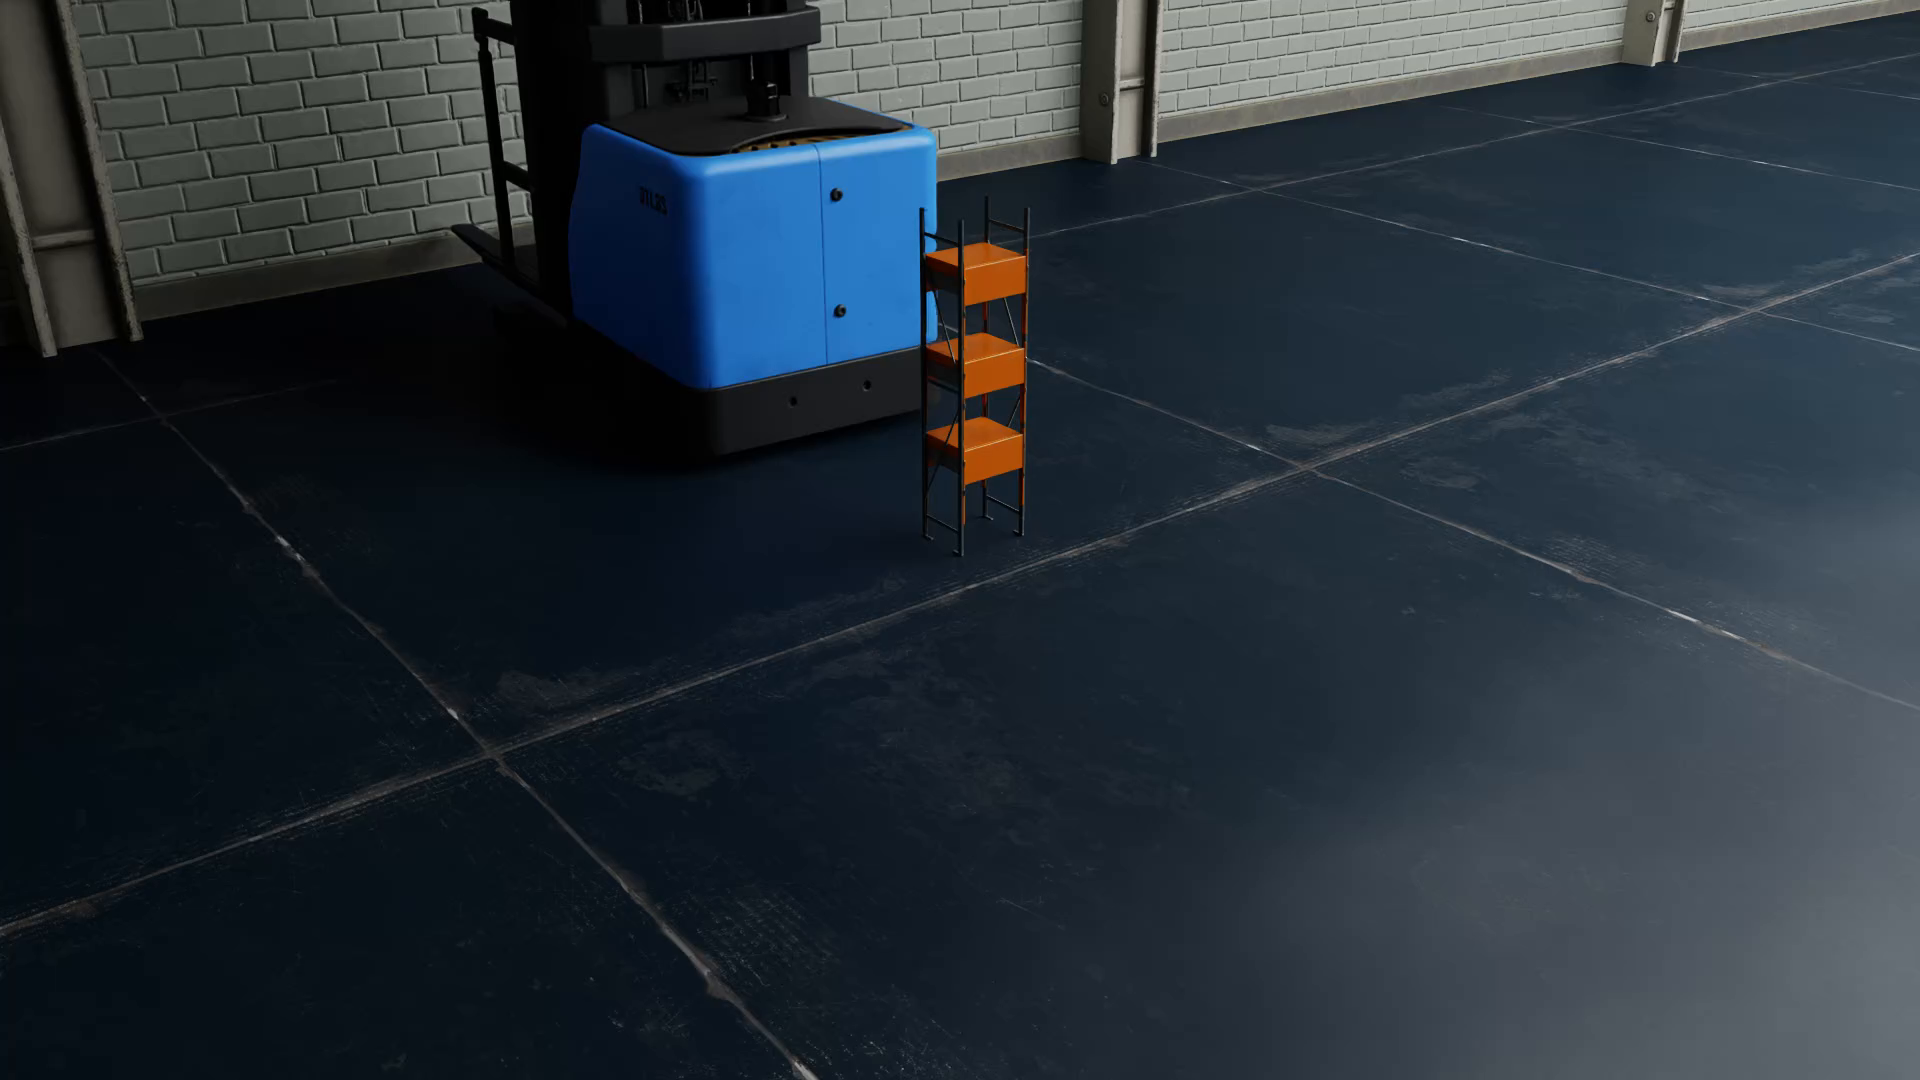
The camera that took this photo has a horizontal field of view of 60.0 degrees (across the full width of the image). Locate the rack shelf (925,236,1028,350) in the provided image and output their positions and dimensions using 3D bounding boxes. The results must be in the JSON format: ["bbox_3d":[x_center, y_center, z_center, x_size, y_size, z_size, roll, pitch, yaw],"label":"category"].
[{"bbox_3d":[0.042,-0.738,4.944,0.240,0.259,0.215,-18,31,-34],"label":"rack shelf"}]

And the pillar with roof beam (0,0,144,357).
[{"bbox_3d":[-1.076,-3.512,2.127,0.400,9.000,9.100,-18,31,-34],"label":"pillar with roof beam"}]

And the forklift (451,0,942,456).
[{"bbox_3d":[-1.309,-2.183,6.473,1.130,2.935,3.031,-16,29,-31],"label":"forklift"}]

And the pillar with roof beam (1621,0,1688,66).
[{"bbox_3d":[8.367,-6.629,8.844,0.400,9.000,9.100,-18,31,-34],"label":"pillar with roof beam"}]

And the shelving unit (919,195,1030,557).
[{"bbox_3d":[0.042,-0.490,5.059,0.252,1.050,0.215,-18,31,-34],"label":"shelving unit"}]

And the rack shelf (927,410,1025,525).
[{"bbox_3d":[0.042,-0.228,5.180,0.240,0.259,0.215,-18,31,-34],"label":"rack shelf"}]

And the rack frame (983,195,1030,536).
[{"bbox_3d":[0.138,-0.522,5.127,0.008,1.050,0.200,-18,31,-34],"label":"rack frame"}]

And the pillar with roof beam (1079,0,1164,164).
[{"bbox_3d":[3.646,-5.070,5.486,0.400,9.000,9.100,-18,31,-34],"label":"pillar with roof beam"}]

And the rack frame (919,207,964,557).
[{"bbox_3d":[-0.054,-0.458,4.991,0.008,1.050,0.200,-18,31,-34],"label":"rack frame"}]

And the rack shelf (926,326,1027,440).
[{"bbox_3d":[0.042,-0.481,5.063,0.240,0.259,0.215,-18,31,-34],"label":"rack shelf"}]
